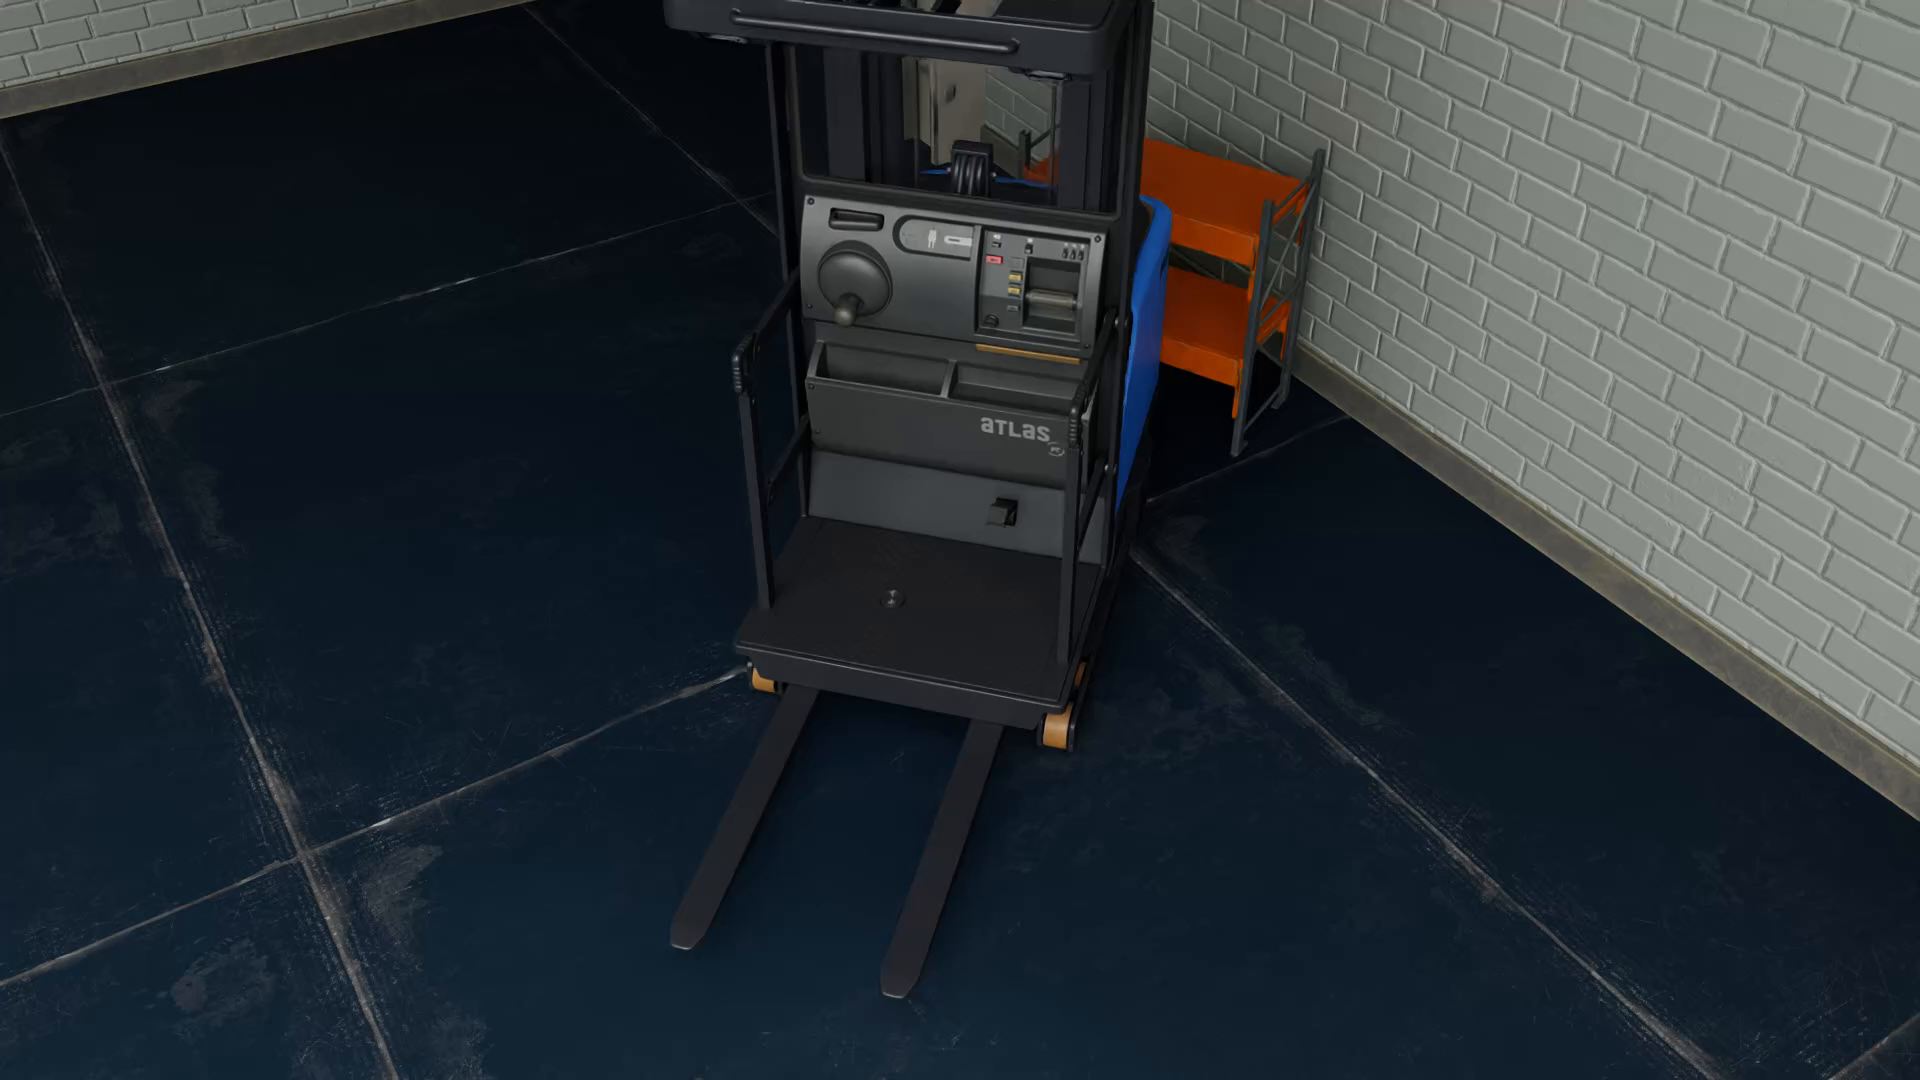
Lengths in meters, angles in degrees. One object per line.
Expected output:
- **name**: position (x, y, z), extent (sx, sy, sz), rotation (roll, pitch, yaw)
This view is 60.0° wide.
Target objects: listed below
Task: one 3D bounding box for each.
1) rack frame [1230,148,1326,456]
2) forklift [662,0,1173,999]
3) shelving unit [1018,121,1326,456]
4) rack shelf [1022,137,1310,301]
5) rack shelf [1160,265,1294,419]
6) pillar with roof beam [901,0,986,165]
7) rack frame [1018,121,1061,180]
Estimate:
- **rack frame**: position (1.230, -0.906, 6.458), extent (0.032, 1.125, 0.500), rotation (22, 45, 24)
- **forklift**: position (-0.083, -0.723, 4.828), extent (1.130, 2.935, 3.031), rotation (10, 41, 11)
- **shelving unit**: position (0.802, -1.082, 6.669), extent (1.048, 1.125, 0.538), rotation (22, 45, 24)
- **rack shelf**: position (0.802, -1.307, 6.482), extent (1.000, 0.278, 0.538), rotation (22, 45, 24)
- **rack shelf**: position (0.802, -0.894, 6.825), extent (1.000, 0.278, 0.538), rotation (22, 45, 24)
- **pillar with roof beam**: position (-3.730, -4.065, 4.099), extent (9.100, 9.000, 0.400), rotation (-22, 45, -24)
- **rack frame**: position (0.374, -1.257, 6.879), extent (0.032, 1.125, 0.500), rotation (22, 45, 24)
